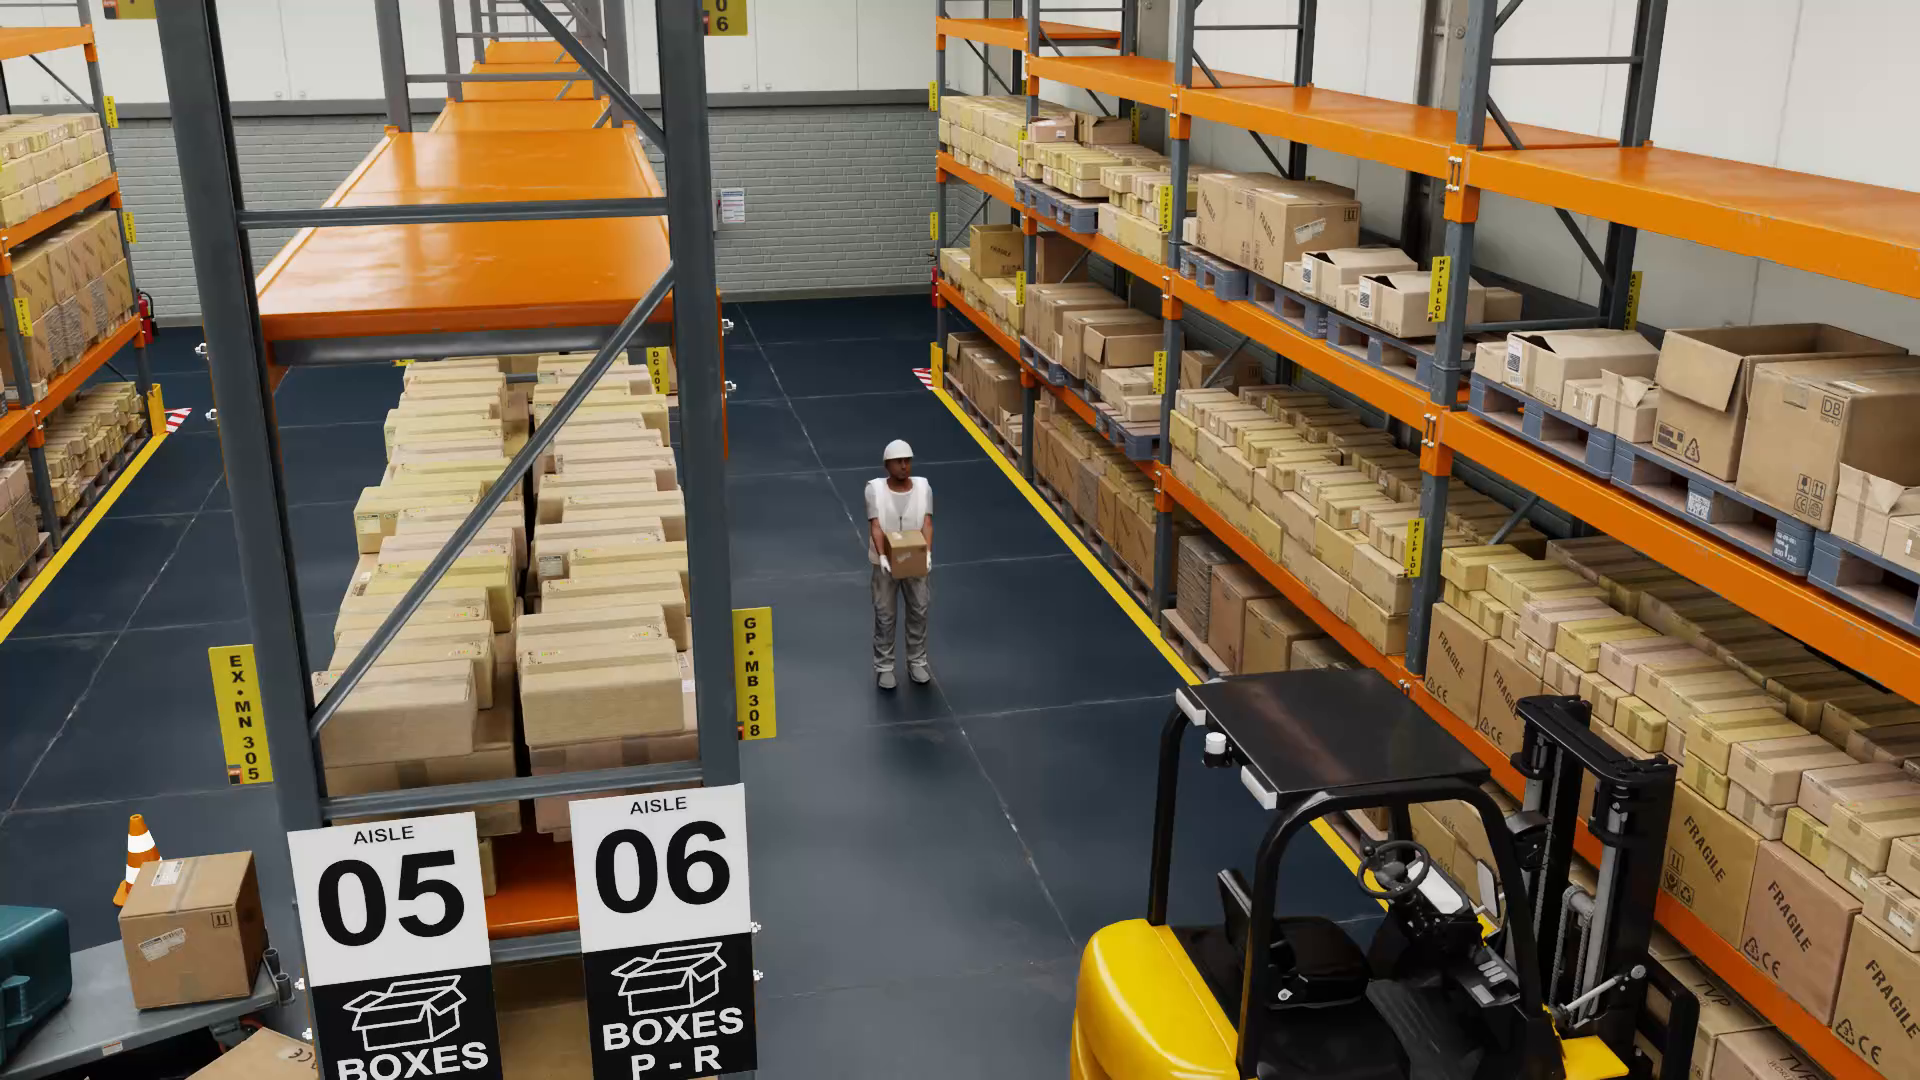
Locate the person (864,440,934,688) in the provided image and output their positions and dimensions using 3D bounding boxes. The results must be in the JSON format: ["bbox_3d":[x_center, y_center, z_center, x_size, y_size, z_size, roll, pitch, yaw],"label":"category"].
[{"bbox_3d":[-0.405,0.165,11.813,0.487,1.719,0.584,-4,20,-12],"label":"person"}]
